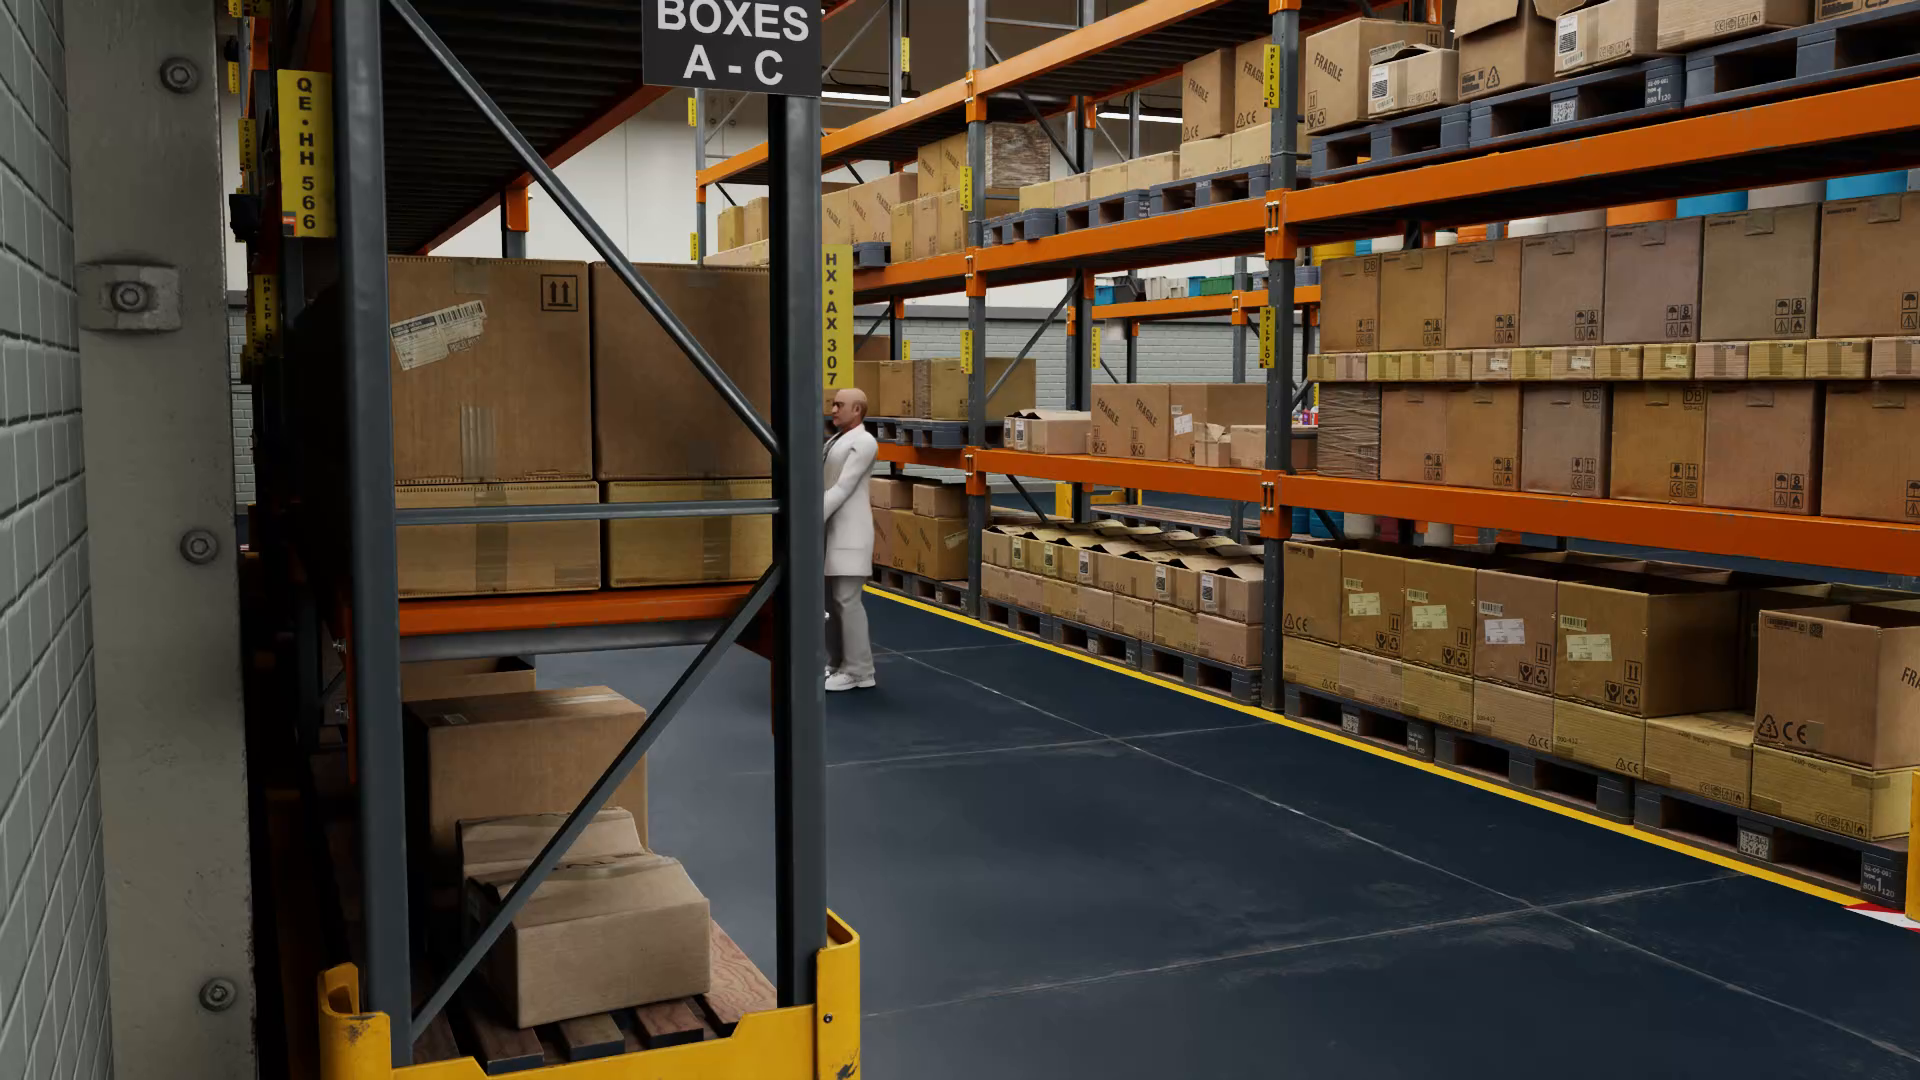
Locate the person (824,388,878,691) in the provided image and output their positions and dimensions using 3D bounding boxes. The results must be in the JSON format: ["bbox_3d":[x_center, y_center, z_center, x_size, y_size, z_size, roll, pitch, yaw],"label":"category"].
[{"bbox_3d":[-0.782,-0.010,9.823,0.543,1.778,0.525,-2,6,-24],"label":"person"}]
